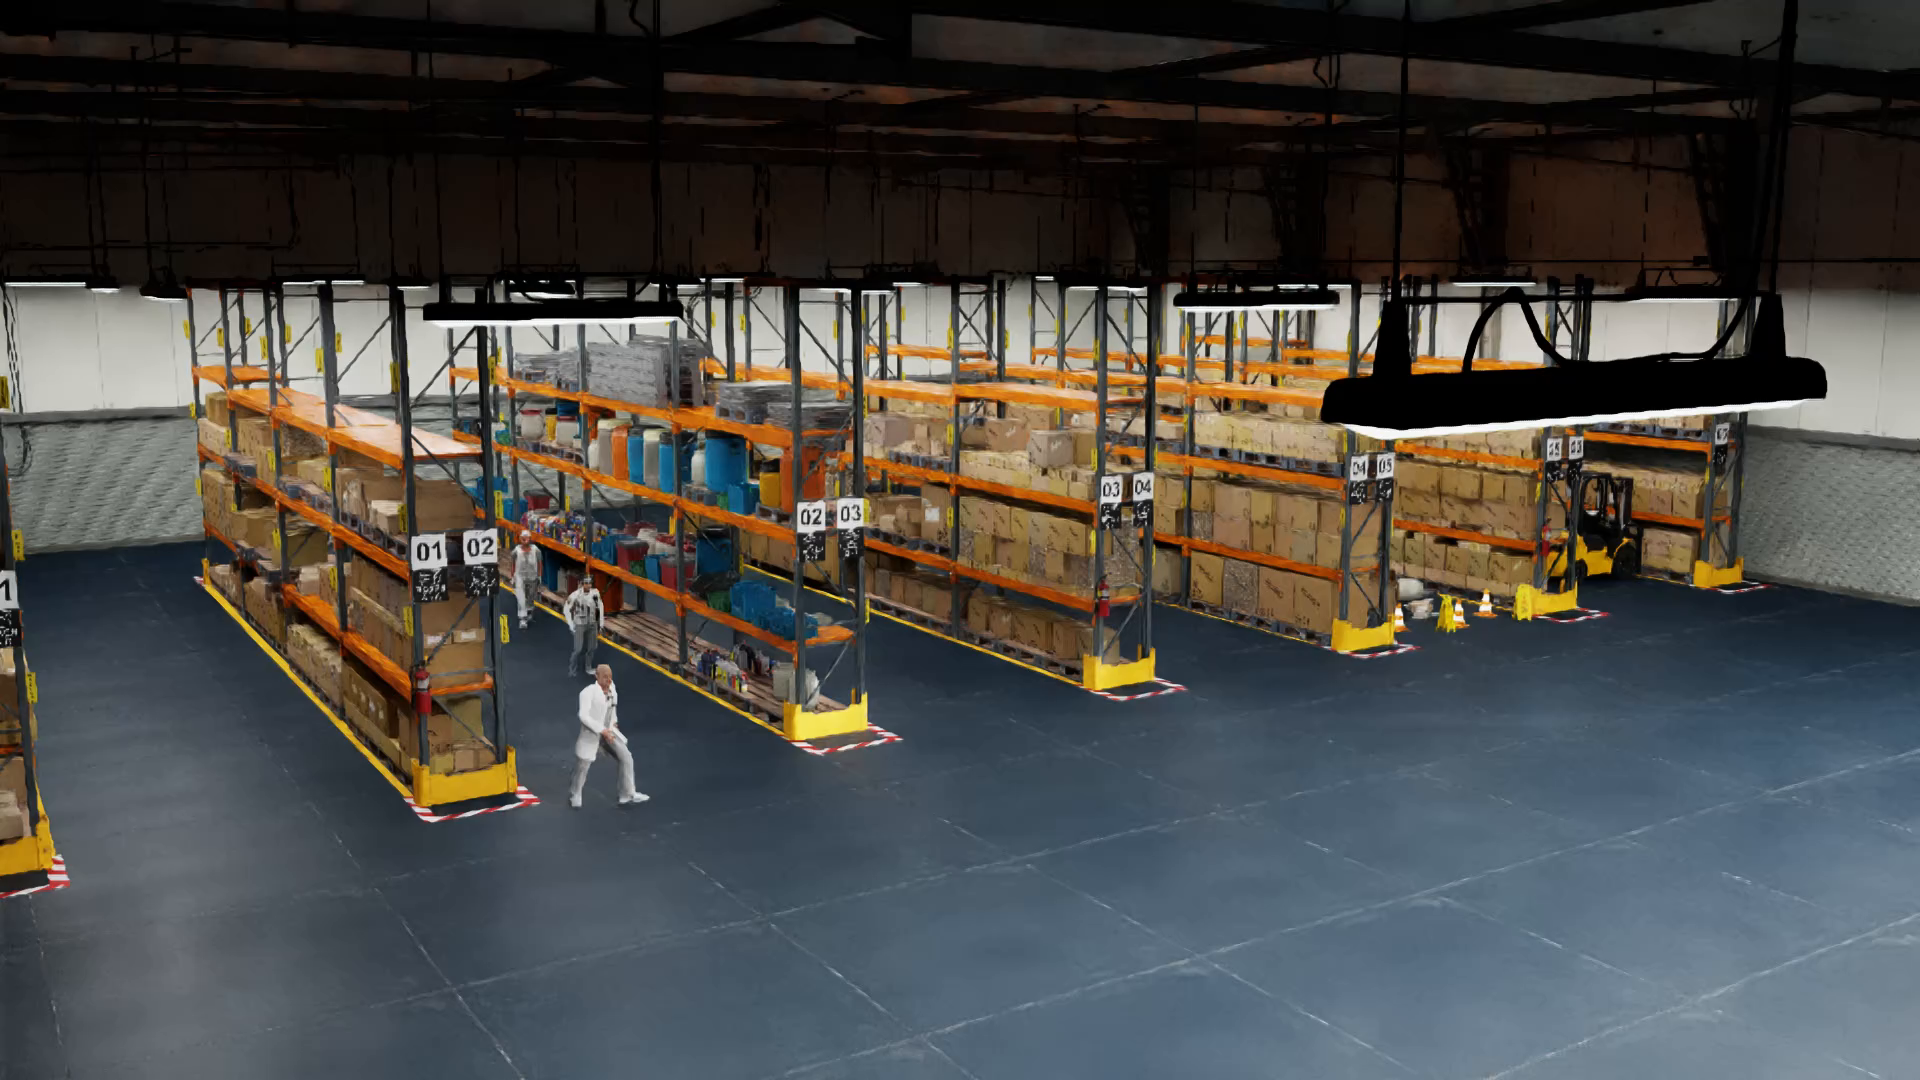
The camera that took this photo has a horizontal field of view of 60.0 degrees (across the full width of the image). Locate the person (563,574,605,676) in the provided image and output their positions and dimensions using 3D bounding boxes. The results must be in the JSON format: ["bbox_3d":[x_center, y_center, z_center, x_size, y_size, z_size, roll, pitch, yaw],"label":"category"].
[{"bbox_3d":[-5.759,1.285,25.511,0.639,1.632,0.506,-6,12,-34],"label":"person"}]

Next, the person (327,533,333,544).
[{"bbox_3d":[-13.942,-0.786,37.415,0.509,1.759,0.741,2,10,13],"label":"person"}]

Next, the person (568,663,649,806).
[{"bbox_3d":[-4.201,2.256,19.385,0.873,1.716,0.733,8,12,38],"label":"person"}]

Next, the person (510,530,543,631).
[{"bbox_3d":[-7.474,0.671,28.750,0.531,1.728,1.037,-4,10,-23],"label":"person"}]
